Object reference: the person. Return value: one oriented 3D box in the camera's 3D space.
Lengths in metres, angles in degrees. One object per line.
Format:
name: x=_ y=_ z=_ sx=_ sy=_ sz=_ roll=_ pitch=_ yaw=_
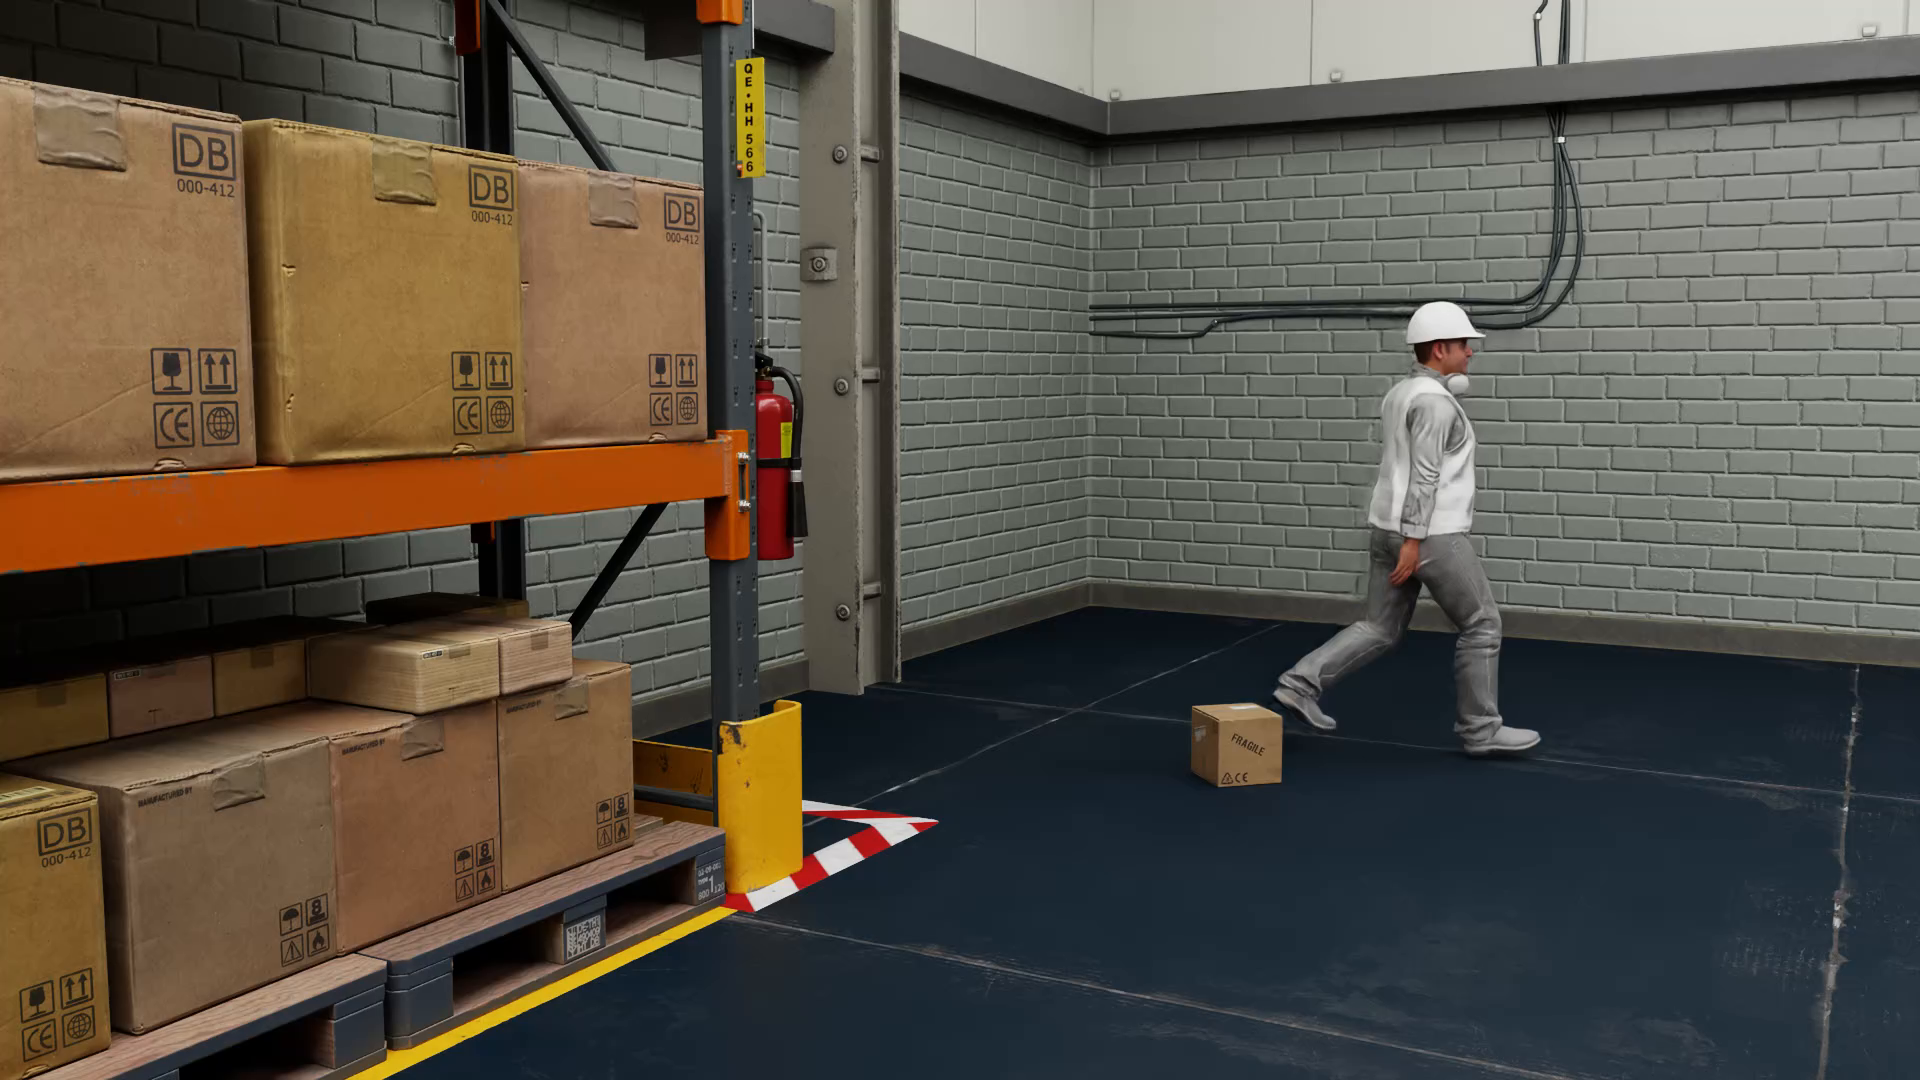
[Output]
person: x=1.733 y=-0.042 z=6.387 sx=1.012 sy=1.730 sz=0.542 roll=-1 pitch=6 yaw=-6
